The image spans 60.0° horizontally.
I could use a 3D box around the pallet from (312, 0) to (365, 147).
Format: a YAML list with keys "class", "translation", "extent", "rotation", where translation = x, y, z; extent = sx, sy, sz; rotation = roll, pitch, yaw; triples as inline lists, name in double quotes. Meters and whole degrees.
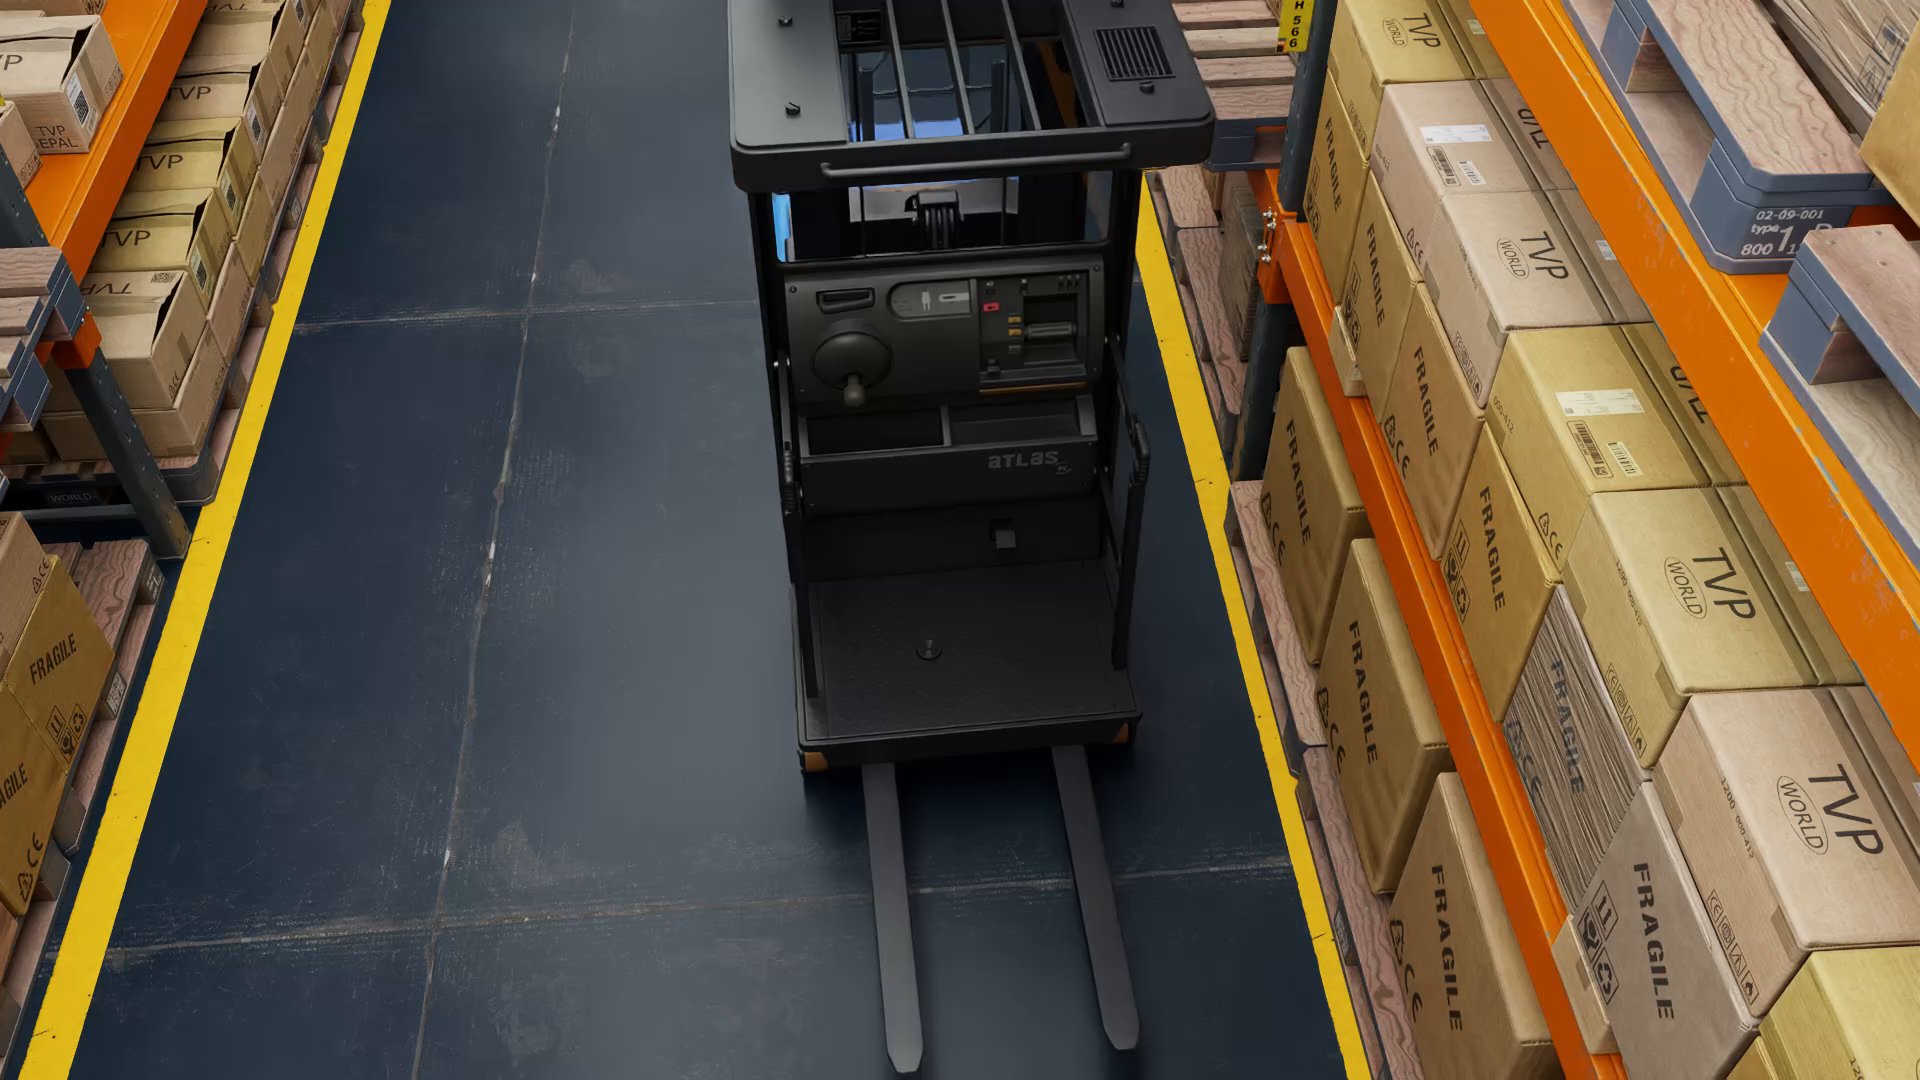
- class: "pallet"
  translation: [-3.616, -2.374, 8.353]
  extent: [1.003, 0.211, 1.213]
  rotation: [-3, 47, -3]

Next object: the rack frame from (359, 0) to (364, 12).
- class: "rack frame"
  translation: [-3.717, -3.863, 7.843]
  extent: [1.000, 3.000, 0.127]
  rotation: [-3, 47, -3]

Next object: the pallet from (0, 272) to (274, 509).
- class: "pallet"
  translation: [-3.412, -0.608, 6.681]
  extent: [1.003, 0.211, 1.213]
  rotation: [-3, 47, -3]

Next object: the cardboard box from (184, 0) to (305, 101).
- class: "cardboard box"
  translation: [-3.308, -2.242, 7.526]
  extent: [0.500, 0.311, 0.500]
  rotation: [-4, 47, -3]

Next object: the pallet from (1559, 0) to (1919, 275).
- class: "pallet"
  translation: [1.757, -0.968, 3.165]
  extent: [1.003, 0.211, 1.213]
  rotation: [-2, 47, -1]

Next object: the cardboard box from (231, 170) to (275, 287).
- class: "cardboard box"
  translation: [-3.226, -1.304, 7.024]
  extent: [0.500, 0.250, 0.500]
  rotation: [-5, 47, -4]

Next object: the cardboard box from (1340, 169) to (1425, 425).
- class: "cardboard box"
  translation: [1.374, -0.670, 4.531]
  extent: [0.500, 0.500, 0.500]
  rotation: [-2, 47, -2]

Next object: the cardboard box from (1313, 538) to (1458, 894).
- class: "cardboard box"
  translation: [1.552, 0.496, 4.906]
  extent: [0.750, 0.750, 0.750]
  rotation: [-4, 47, -3]

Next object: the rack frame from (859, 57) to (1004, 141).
- class: "rack frame"
  translation: [-0.099, -1.131, 6.288]
  extent: [0.500, 1.500, 0.032]
  rotation: [-5, 47, -4]

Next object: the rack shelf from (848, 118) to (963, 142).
- class: "rack shelf"
  translation: [-0.156, -1.374, 6.766]
  extent: [0.538, 0.185, 1.000]
  rotation: [-5, 47, -4]

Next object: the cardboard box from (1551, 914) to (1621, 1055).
- class: "cardboard box"
  translation: [1.476, 0.914, 3.477]
  extent: [0.380, 0.149, 0.250]
  rotation: [-3, 47, -3]

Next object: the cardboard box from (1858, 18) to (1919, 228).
- class: "cardboard box"
  translation: [1.813, -0.638, 2.351]
  extent: [0.700, 0.500, 0.500]
  rotation: [-4, 47, -4]

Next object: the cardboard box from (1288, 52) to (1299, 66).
- class: "cardboard box"
  translation: [1.505, -1.798, 5.515]
  extent: [0.700, 0.500, 0.500]
  rotation: [-8, 47, -8]

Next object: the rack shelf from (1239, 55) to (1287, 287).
- class: "rack shelf"
  translation: [1.386, -2.473, 7.021]
  extent: [1.077, 0.370, 4.000]
  rotation: [-3, 47, -3]

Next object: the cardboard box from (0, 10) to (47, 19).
- class: "cardboard box"
  translation: [-3.545, -1.802, 6.064]
  extent: [0.380, 0.149, 0.250]
  rotation: [0, 47, 0]

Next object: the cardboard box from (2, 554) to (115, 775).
- class: "cardboard box"
  translation: [-3.070, 0.401, 5.222]
  extent: [0.500, 0.500, 0.500]
  rotation: [-2, 47, -2]

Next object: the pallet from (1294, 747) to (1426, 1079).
- class: "pallet"
  translation: [1.644, 1.141, 5.024]
  extent: [1.003, 0.211, 1.213]
  rotation: [-3, 47, -3]

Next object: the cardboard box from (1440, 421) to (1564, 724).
- class: "cardboard box"
  translation: [1.466, 0.065, 3.835]
  extent: [0.500, 0.500, 0.500]
  rotation: [-2, 47, -2]

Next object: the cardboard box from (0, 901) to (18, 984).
- class: "cardboard box"
  translation: [-2.977, 1.155, 4.509]
  extent: [0.500, 0.500, 0.500]
  rotation: [-5, 47, -5]

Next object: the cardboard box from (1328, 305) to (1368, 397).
- class: "cardboard box"
  translation: [1.301, -0.561, 4.875]
  extent: [0.380, 0.149, 0.250]
  rotation: [-2, 47, -2]

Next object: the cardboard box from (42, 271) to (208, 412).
- class: "cardboard box"
  translation: [-3.133, -0.758, 6.120]
  extent: [0.500, 0.311, 0.500]
  rotation: [-2, 47, -2]

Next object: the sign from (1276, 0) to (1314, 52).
- class: "sign"
  translation: [1.014, -1.604, 4.960]
  extent: [0.100, 0.325, 0.005]
  rotation: [-3, 47, -3]

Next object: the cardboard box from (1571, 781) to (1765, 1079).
- class: "cardboard box"
  translation: [1.546, 0.790, 3.148]
  extent: [0.500, 0.500, 0.500]
  rotation: [-3, 47, -3]

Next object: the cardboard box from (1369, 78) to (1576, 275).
- class: "cardboard box"
  translation: [1.381, -0.941, 4.272]
  extent: [0.500, 0.250, 0.500]
  rotation: [-4, 47, -4]

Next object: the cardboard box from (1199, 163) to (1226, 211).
- class: "cardboard box"
  translation: [1.445, -1.820, 7.326]
  extent: [0.700, 0.500, 0.500]
  rotation: [-4, 47, -4]

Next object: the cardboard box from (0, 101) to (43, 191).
- class: "cardboard box"
  translation: [-3.369, -1.204, 5.386]
  extent: [0.500, 0.311, 0.500]
  rotation: [-1, 47, -1]

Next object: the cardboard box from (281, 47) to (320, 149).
- class: "cardboard box"
  translation: [-3.310, -2.044, 7.724]
  extent: [0.500, 0.250, 0.500]
  rotation: [-3, 47, -2]

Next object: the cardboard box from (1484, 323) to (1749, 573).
- class: "cardboard box"
  translation: [1.475, -0.211, 3.580]
  extent: [0.500, 0.250, 0.500]
  rotation: [-4, 47, -4]

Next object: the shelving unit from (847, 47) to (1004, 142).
- class: "shelving unit"
  translation: [-0.156, -1.497, 6.635]
  extent: [0.538, 1.500, 1.048]
  rotation: [-5, 47, -4]

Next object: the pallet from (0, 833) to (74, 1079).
- class: "pallet"
  translation: [-3.258, 1.413, 4.767]
  extent: [1.003, 0.211, 1.213]
  rotation: [-3, 47, -3]

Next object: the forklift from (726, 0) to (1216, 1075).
- class: "forklift"
  translation: [-0.012, -0.511, 4.715]
  extent: [1.130, 2.935, 3.031]
  rotation: [-5, 47, -4]

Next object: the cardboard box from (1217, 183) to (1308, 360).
- class: "cardboard box"
  translation: [1.442, -1.083, 6.628]
  extent: [0.700, 0.500, 0.500]
  rotation: [-3, 47, -3]

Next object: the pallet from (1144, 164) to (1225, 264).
- class: "pallet"
  translation: [1.391, -1.760, 7.772]
  extent: [1.003, 0.211, 1.213]
  rotation: [-3, 47, -3]

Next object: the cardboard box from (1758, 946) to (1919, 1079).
- class: "cardboard box"
  translation: [1.595, 0.897, 2.530]
  extent: [0.500, 0.250, 0.500]
  rotation: [-2, 47, -2]

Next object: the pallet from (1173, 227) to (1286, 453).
- class: "pallet"
  translation: [1.490, -0.880, 6.938]
  extent: [1.003, 0.211, 1.213]
  rotation: [-3, 47, -3]

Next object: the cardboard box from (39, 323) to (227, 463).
- class: "cardboard box"
  translation: [-3.133, -0.565, 6.324]
  extent: [0.500, 0.250, 0.500]
  rotation: [-4, 47, -3]

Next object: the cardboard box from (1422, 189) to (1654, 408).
- class: "cardboard box"
  translation: [1.426, -0.580, 3.929]
  extent: [0.500, 0.250, 0.500]
  rotation: [-3, 47, -3]

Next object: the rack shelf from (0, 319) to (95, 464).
- class: "rack shelf"
  translation: [-3.215, 0.725, 3.993]
  extent: [1.077, 0.370, 4.000]
  rotation: [-3, 47, -3]

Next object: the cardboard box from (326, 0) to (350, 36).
- class: "cardboard box"
  translation: [-3.393, -2.780, 8.421]
  extent: [0.500, 0.250, 0.500]
  rotation: [-4, 47, -4]

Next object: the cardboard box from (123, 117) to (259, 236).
- class: "cardboard box"
  translation: [-3.226, -1.506, 6.829]
  extent: [0.500, 0.311, 0.500]
  rotation: [-5, 47, -4]
